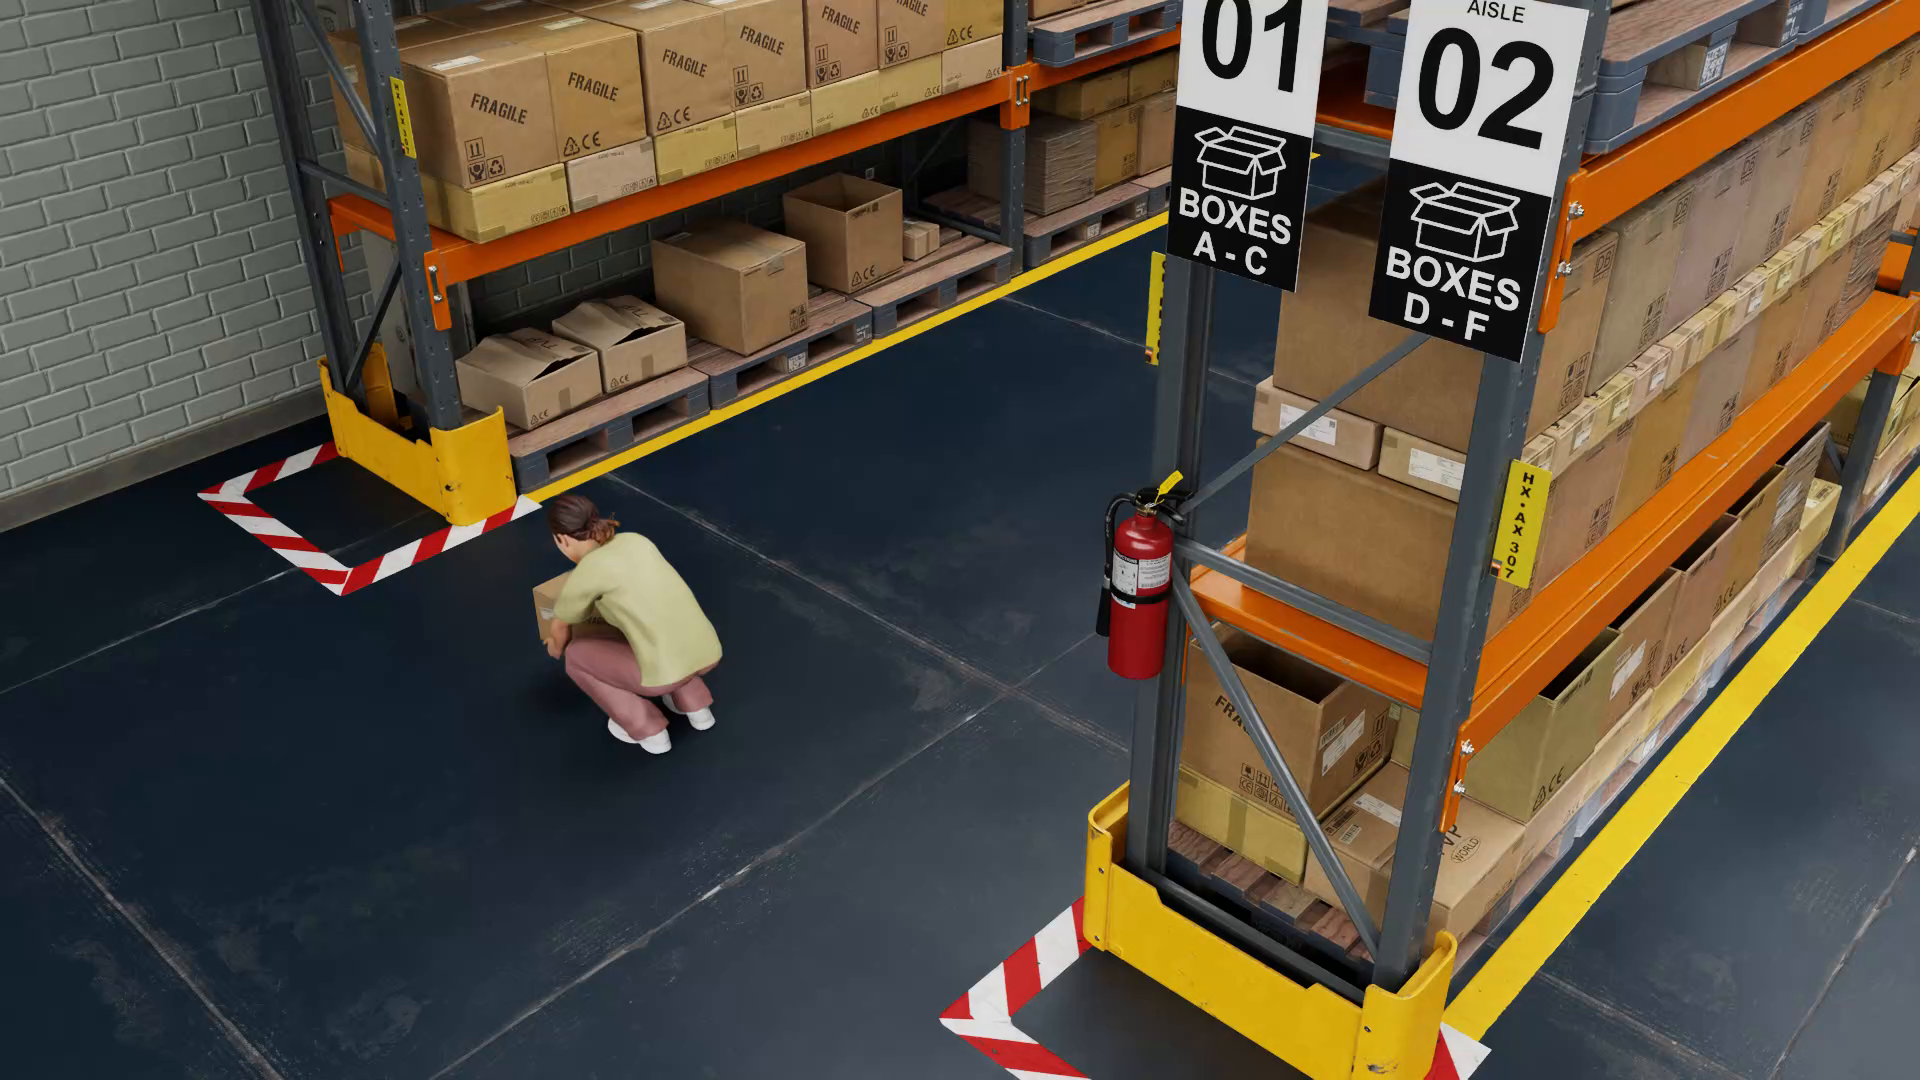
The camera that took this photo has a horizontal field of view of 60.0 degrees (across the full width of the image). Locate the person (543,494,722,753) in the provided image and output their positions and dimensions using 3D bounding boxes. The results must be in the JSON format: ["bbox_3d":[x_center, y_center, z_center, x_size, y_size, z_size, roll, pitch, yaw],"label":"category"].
[{"bbox_3d":[-1.275,0.293,6.377,0.800,0.931,0.485,26,40,35],"label":"person"}]
